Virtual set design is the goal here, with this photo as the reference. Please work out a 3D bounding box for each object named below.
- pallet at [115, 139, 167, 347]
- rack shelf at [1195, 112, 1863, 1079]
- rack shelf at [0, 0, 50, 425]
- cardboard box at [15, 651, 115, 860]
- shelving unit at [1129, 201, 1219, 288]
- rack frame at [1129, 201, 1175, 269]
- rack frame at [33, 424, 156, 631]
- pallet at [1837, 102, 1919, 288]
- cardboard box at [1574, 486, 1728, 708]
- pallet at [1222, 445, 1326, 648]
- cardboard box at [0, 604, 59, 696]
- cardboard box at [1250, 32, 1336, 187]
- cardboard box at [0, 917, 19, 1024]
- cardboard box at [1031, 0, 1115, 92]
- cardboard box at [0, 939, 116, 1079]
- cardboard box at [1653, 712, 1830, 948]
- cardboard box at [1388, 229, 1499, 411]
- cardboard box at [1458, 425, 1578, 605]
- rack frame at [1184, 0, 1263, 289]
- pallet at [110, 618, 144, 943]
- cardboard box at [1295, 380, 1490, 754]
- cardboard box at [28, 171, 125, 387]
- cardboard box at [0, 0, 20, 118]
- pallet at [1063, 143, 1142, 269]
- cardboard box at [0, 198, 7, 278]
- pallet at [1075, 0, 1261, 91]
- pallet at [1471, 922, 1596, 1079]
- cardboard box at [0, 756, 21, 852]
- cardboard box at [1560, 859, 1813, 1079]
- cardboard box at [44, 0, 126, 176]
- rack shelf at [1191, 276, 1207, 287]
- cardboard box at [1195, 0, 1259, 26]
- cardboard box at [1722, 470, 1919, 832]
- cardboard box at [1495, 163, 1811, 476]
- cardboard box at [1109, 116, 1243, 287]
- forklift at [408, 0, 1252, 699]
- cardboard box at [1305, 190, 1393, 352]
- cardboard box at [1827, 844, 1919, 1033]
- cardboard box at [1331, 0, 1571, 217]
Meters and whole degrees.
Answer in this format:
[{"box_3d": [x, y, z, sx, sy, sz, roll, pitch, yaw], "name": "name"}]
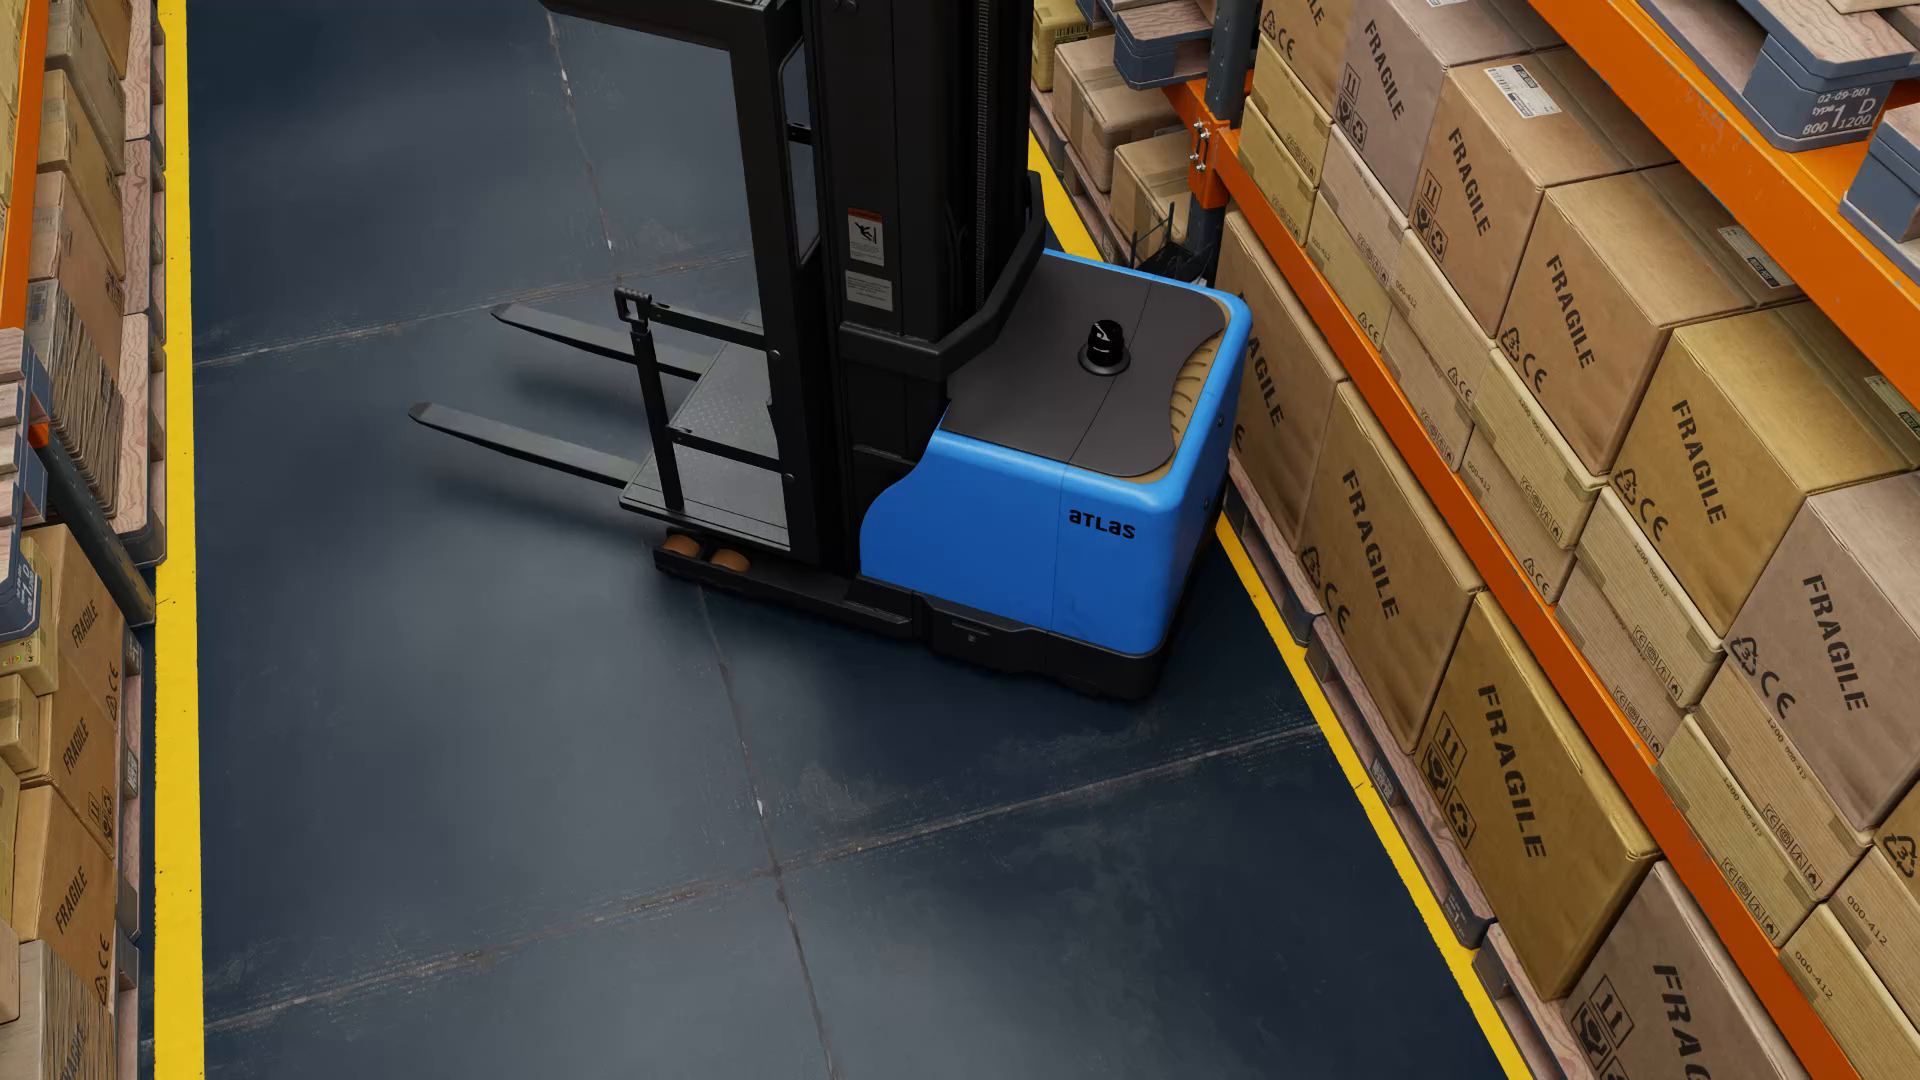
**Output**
[{"box_3d": [-3.958, -1.194, 7.119, 1.003, 0.211, 1.213, -13, 51, -11], "name": "pallet"}, {"box_3d": [1.938, -0.026, 4.781, 1.077, 0.370, 4.000, -13, 51, -11], "name": "rack shelf"}, {"box_3d": [-3.986, -1.822, 6.295, 1.077, 0.370, 4.000, -13, 51, -11], "name": "rack shelf"}, {"box_3d": [-2.926, 0.705, 5.054, 0.500, 0.500, 0.500, -14, 51, -12], "name": "cardboard box"}, {"box_3d": [0.783, -0.836, 6.366, 0.210, 0.900, 0.258, 35, 58, 26], "name": "shelving unit"}, {"box_3d": [0.708, -0.889, 6.410, 0.006, 0.900, 0.240, 35, 58, 26], "name": "rack frame"}, {"box_3d": [-3.394, -0.594, 4.789, 1.000, 3.000, 0.127, -13, 51, -11], "name": "rack frame"}, {"box_3d": [2.211, -0.361, 2.756, 0.805, 0.209, 1.217, -15, 52, -12], "name": "pallet"}, {"box_3d": [1.853, 0.083, 3.990, 0.500, 0.250, 0.500, -12, 51, -10], "name": "cardboard box"}, {"box_3d": [1.507, -0.227, 6.303, 1.003, 0.211, 1.213, -13, 51, -11], "name": "pallet"}, {"box_3d": [-2.896, 0.363, 4.918, 0.380, 0.149, 0.250, -16, 52, -13], "name": "cardboard box"}, {"box_3d": [1.260, -1.406, 5.244, 0.500, 0.250, 0.500, -14, 51, -11], "name": "cardboard box"}, {"box_3d": [-2.641, 1.146, 4.258, 0.380, 0.149, 0.250, -16, 52, -13], "name": "cardboard box"}, {"box_3d": [0.744, -2.514, 7.852, 0.950, 0.372, 0.625, -12, 51, -10], "name": "cardboard box"}, {"box_3d": [-2.597, 1.462, 4.416, 0.500, 0.500, 0.500, -15, 51, -12], "name": "cardboard box"}, {"box_3d": [2.006, 0.608, 3.873, 0.500, 0.250, 0.500, -14, 51, -11], "name": "cardboard box"}, {"box_3d": [1.547, -0.661, 4.616, 0.500, 0.250, 0.500, -13, 51, -11], "name": "cardboard box"}, {"box_3d": [1.718, -0.141, 4.505, 0.500, 0.250, 0.500, -13, 51, -11], "name": "cardboard box"}, {"box_3d": [1.346, -1.719, 5.737, 1.000, 3.000, 0.127, -13, 51, -11], "name": "rack frame"}, {"box_3d": [-3.210, 0.859, 5.388, 1.003, 0.211, 1.213, -13, 51, -11], "name": "pallet"}, {"box_3d": [1.731, 0.006, 5.398, 0.875, 0.875, 0.875, -13, 51, -11], "name": "cardboard box"}, {"box_3d": [-3.766, -0.898, 6.323, 0.875, 0.625, 0.625, -12, 51, -10], "name": "cardboard box"}, {"box_3d": [-3.595, -1.668, 5.792, 0.500, 0.250, 0.500, -15, 51, -12], "name": "cardboard box"}, {"box_3d": [1.117, -1.391, 7.285, 1.003, 0.211, 1.213, -13, 51, -11], "name": "pallet"}, {"box_3d": [-3.292, -0.925, 5.166, 0.500, 0.250, 0.500, -13, 51, -11], "name": "cardboard box"}, {"box_3d": [1.034, -2.153, 6.229, 1.213, 0.211, 1.003, -13, 51, -11], "name": "pallet"}, {"box_3d": [2.229, 1.555, 4.801, 1.003, 0.211, 1.213, -13, 51, -11], "name": "pallet"}, {"box_3d": [-2.826, 0.769, 4.576, 0.380, 0.149, 0.250, -12, 51, -10], "name": "cardboard box"}, {"box_3d": [2.269, 1.318, 4.292, 0.875, 0.875, 0.875, -12, 51, -10], "name": "cardboard box"}, {"box_3d": [-4.190, -1.938, 7.200, 0.875, 0.625, 0.625, -14, 51, -11], "name": "cardboard box"}, {"box_3d": [0.783, -0.931, 6.254, 0.200, 0.077, 0.258, 35, 58, 26], "name": "rack shelf"}, {"box_3d": [1.024, -1.959, 5.829, 0.380, 0.149, 0.250, -12, 51, -10], "name": "cardboard box"}, {"box_3d": [1.997, 0.203, 3.398, 0.500, 0.500, 0.500, -12, 51, -10], "name": "cardboard box"}, {"box_3d": [1.699, -0.547, 4.030, 0.500, 0.500, 0.500, -13, 51, -10], "name": "cardboard box"}, {"box_3d": [1.189, -1.422, 6.931, 0.950, 0.372, 0.625, -16, 52, -13], "name": "cardboard box"}, {"box_3d": [-0.584, -1.114, 5.272, 3.031, 2.935, 1.130, 16, 52, 13], "name": "forklift"}, {"box_3d": [1.419, -0.885, 5.132, 0.500, 0.250, 0.500, -15, 51, -12], "name": "cardboard box"}, {"box_3d": [2.166, 0.823, 3.365, 0.500, 0.250, 0.500, -13, 51, -11], "name": "cardboard box"}, {"box_3d": [1.414, -1.298, 4.663, 0.500, 0.500, 0.500, -13, 51, -11], "name": "cardboard box"}]
